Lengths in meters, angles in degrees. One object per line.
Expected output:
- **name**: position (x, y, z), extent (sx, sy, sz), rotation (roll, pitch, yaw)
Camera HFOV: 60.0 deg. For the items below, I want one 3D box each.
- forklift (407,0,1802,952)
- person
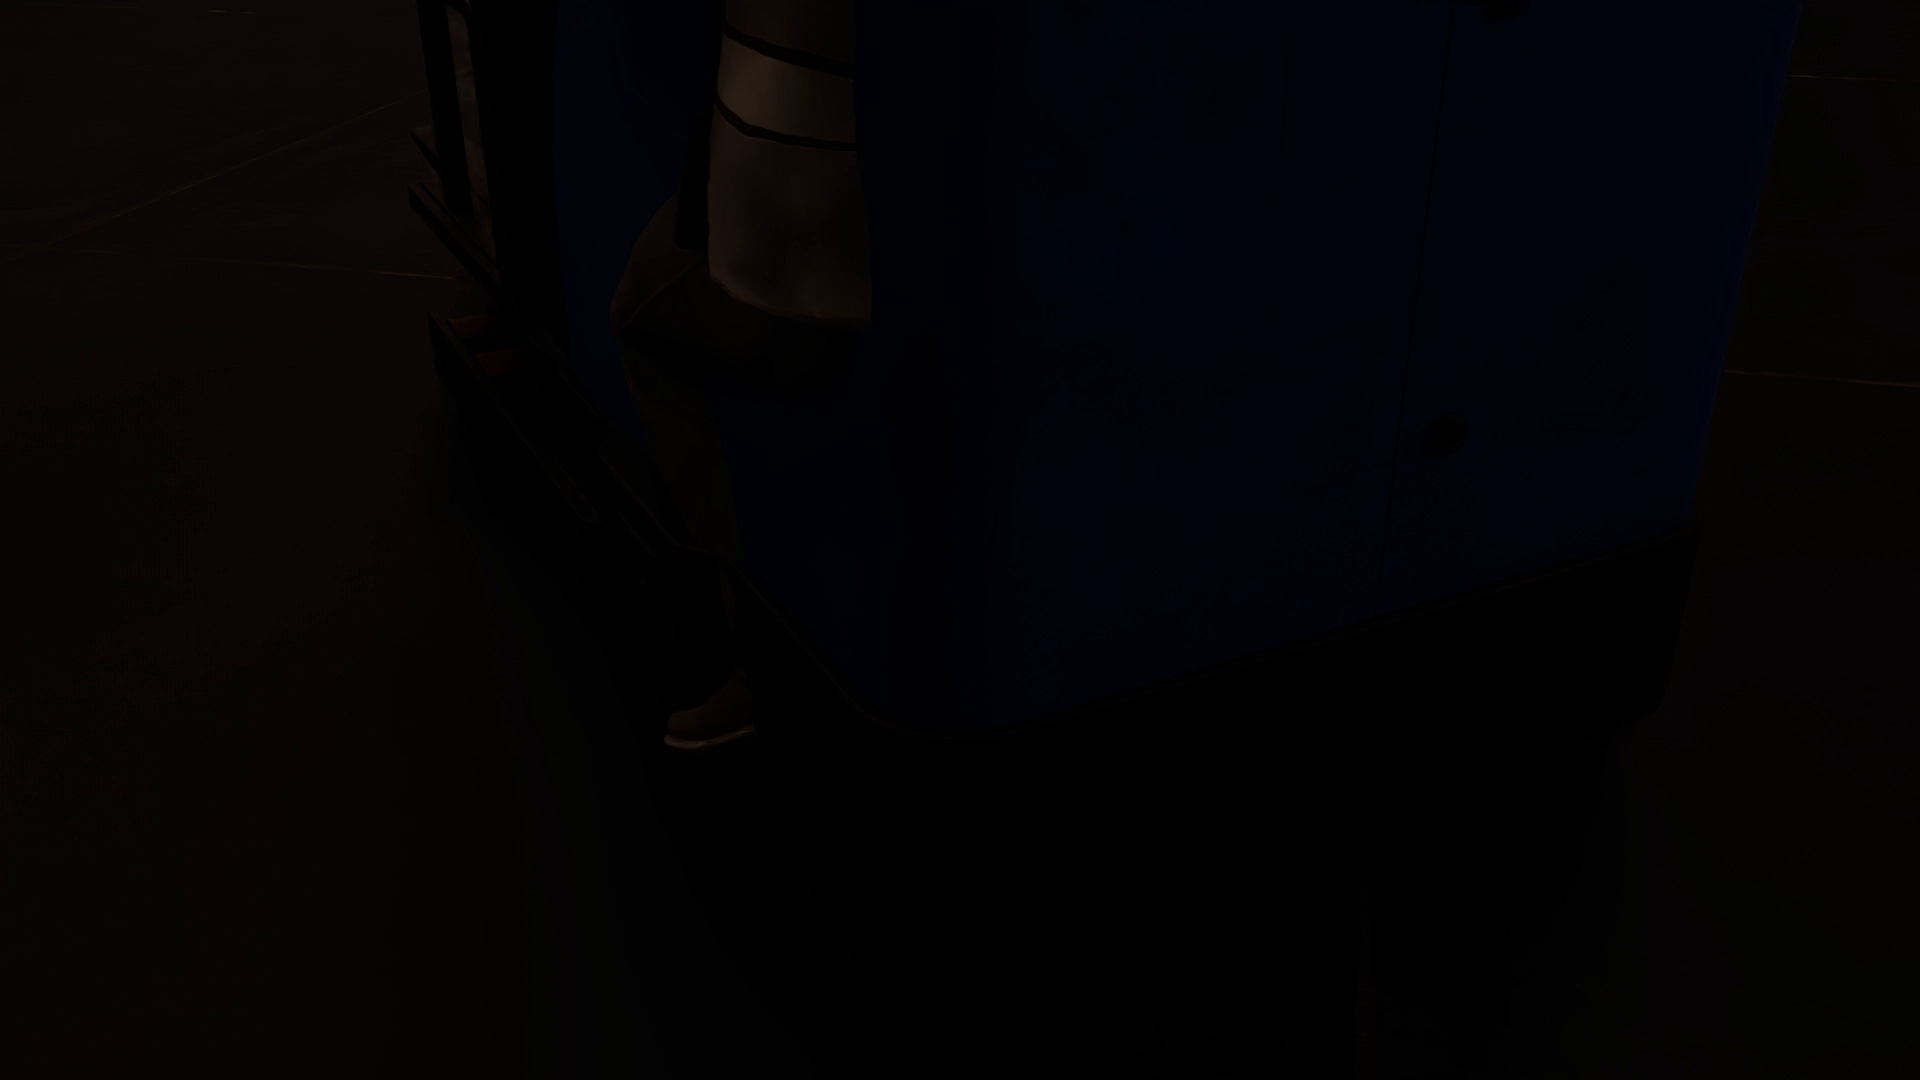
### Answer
- **forklift**: position (-0.289, -1.551, 2.321), extent (1.130, 2.935, 3.031), rotation (-13, 30, -25)
- **person**: position (-0.009, -0.388, 1.613), extent (0.890, 1.443, 0.711), rotation (1, 27, 2)
